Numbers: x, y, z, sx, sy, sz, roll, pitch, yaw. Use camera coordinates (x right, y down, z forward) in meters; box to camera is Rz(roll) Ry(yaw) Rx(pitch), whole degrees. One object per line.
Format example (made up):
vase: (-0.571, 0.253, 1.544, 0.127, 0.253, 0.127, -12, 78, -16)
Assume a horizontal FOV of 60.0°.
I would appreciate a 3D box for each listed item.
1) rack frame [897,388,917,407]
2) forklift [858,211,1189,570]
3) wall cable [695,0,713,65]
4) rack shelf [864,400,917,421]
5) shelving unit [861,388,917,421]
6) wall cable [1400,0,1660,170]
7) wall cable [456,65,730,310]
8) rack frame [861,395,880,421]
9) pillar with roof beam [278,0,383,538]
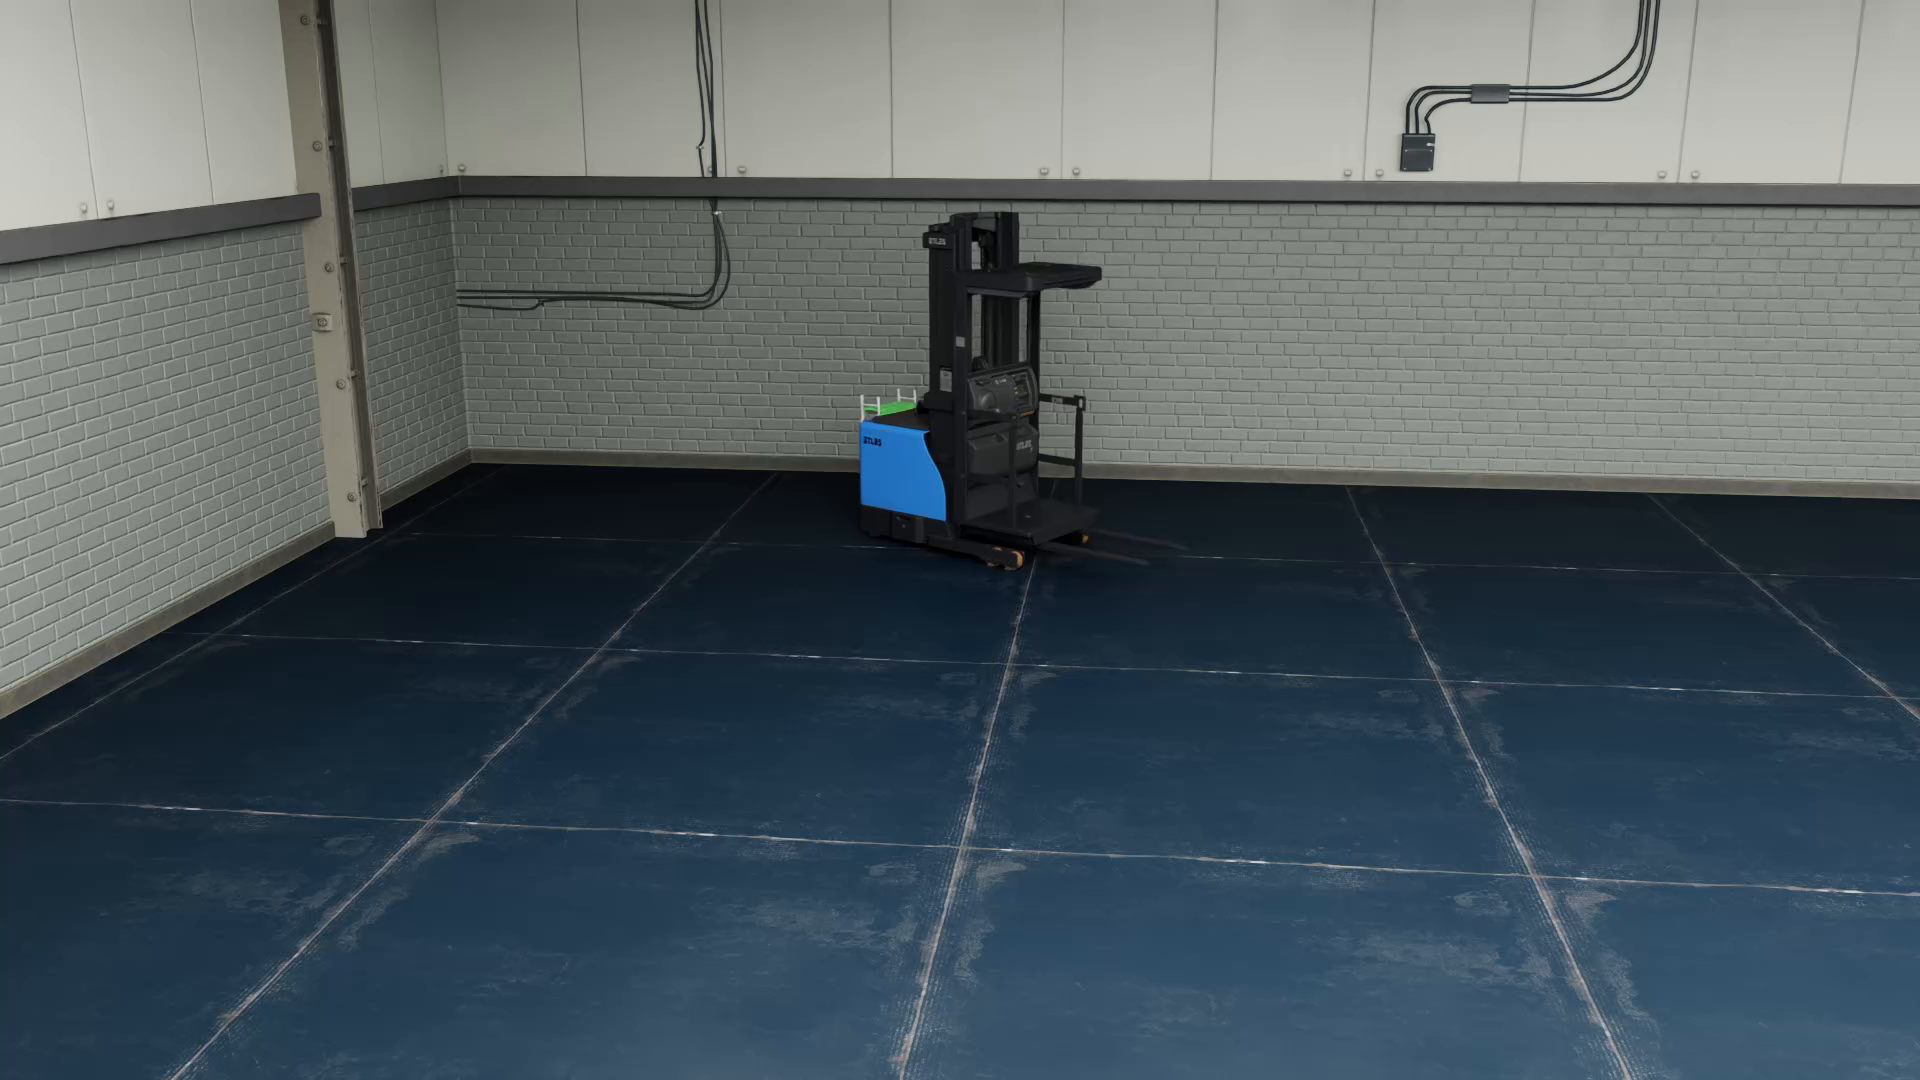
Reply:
rack frame: (-0.487, -0.852, 15.993, 0.240, 1.200, 0.015, 10, 18, 42)
forklift: (0.540, -1.312, 14.397, 3.031, 2.935, 1.130, 12, 19, 37)
wall cable: (-1.258, -6.005, 16.405, 3.097, 2.526, 0.112, 2, 15, 6)
rack shelf: (-0.667, -1.210, 15.724, 0.258, 0.148, 0.480, 10, 18, 42)
shelving unit: (-0.653, -0.806, 15.820, 0.258, 1.200, 0.503, 10, 18, 42)
wall cable: (5.485, -6.504, 15.460, 2.305, 6.003, 0.169, 2, 15, 6)
wall cable: (-3.947, -3.647, 17.358, 3.097, 2.526, 0.112, 2, 15, 6)
rack frame: (-0.819, -0.759, 15.647, 0.240, 1.200, 0.015, 10, 18, 42)
pillar with roof beam: (-1.315, -4.294, 13.803, 9.100, 9.000, 0.400, 2, 15, 6)
